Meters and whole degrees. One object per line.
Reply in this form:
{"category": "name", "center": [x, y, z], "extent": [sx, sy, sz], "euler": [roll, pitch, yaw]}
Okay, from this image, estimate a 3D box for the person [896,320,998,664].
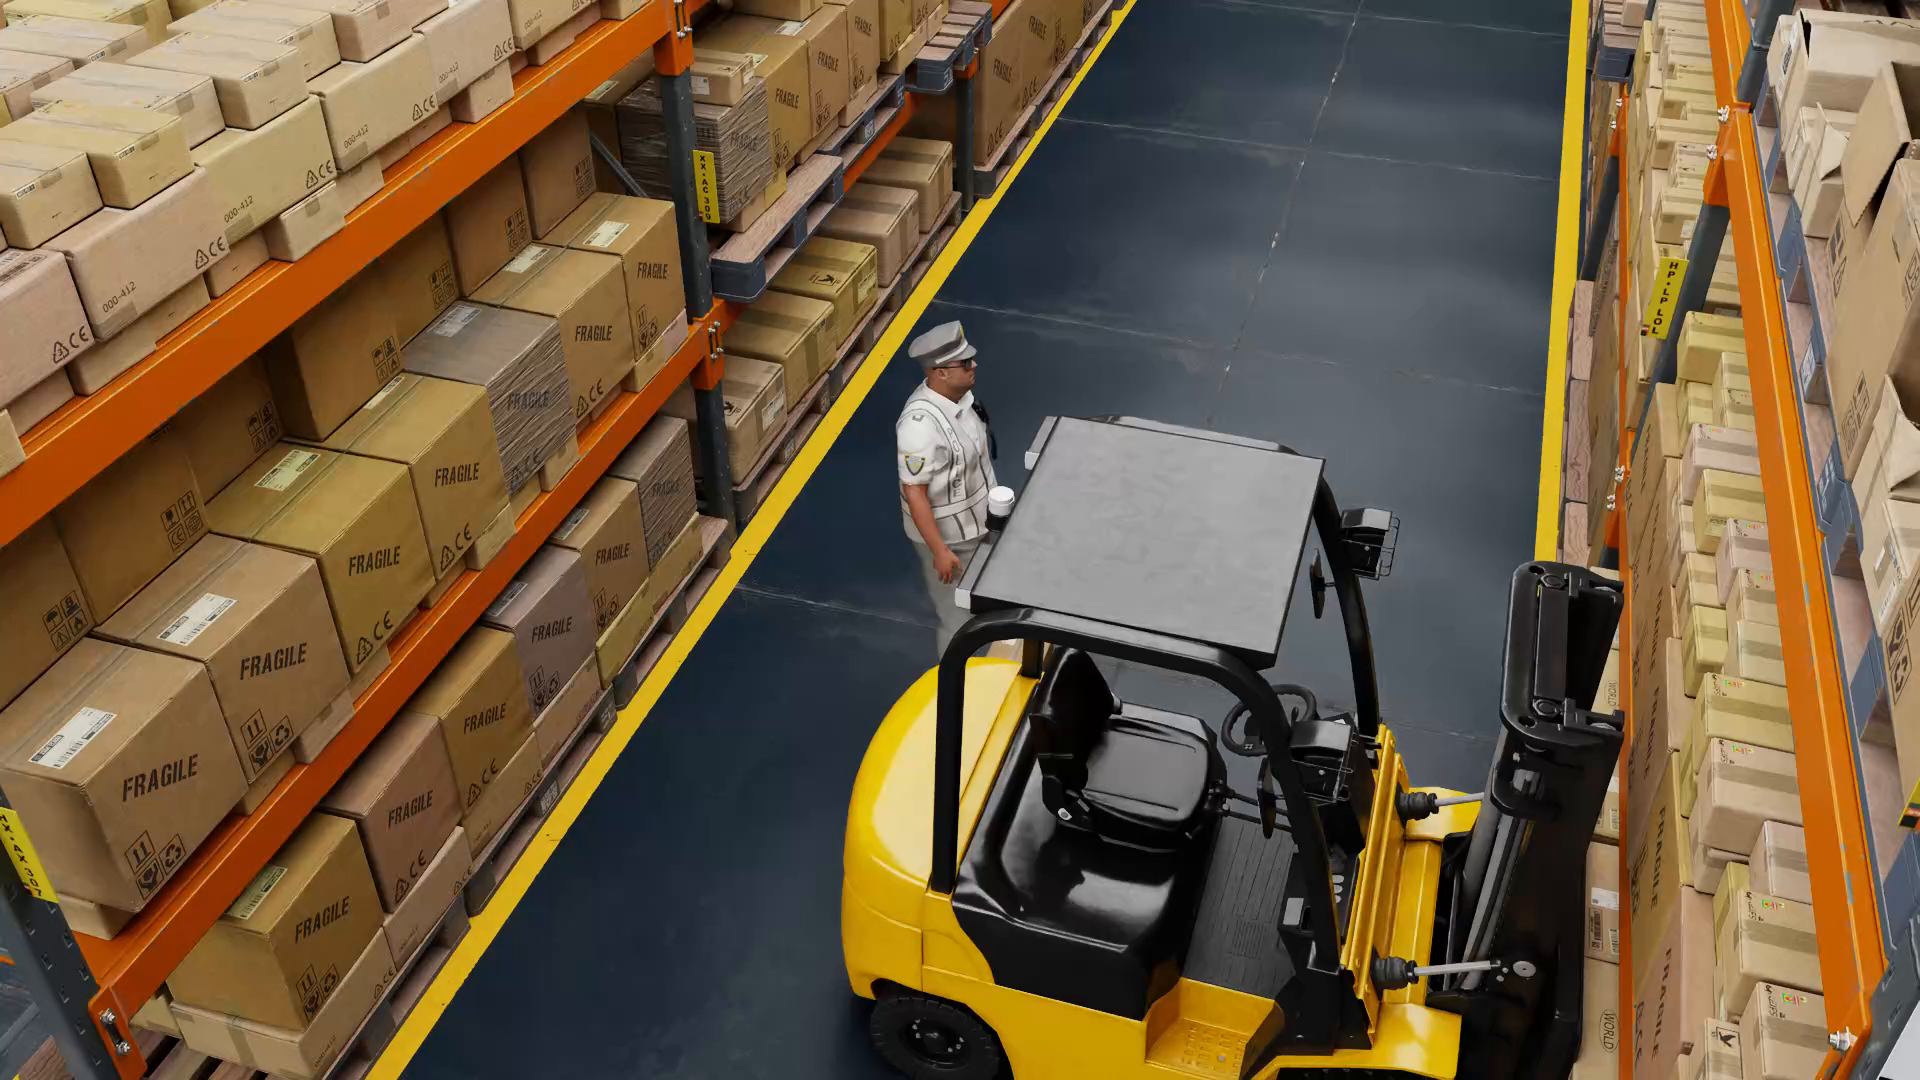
{"category": "person", "center": [0.048, -0.073, 6.942], "extent": [0.573, 1.782, 0.642], "euler": [11, 38, 14]}
